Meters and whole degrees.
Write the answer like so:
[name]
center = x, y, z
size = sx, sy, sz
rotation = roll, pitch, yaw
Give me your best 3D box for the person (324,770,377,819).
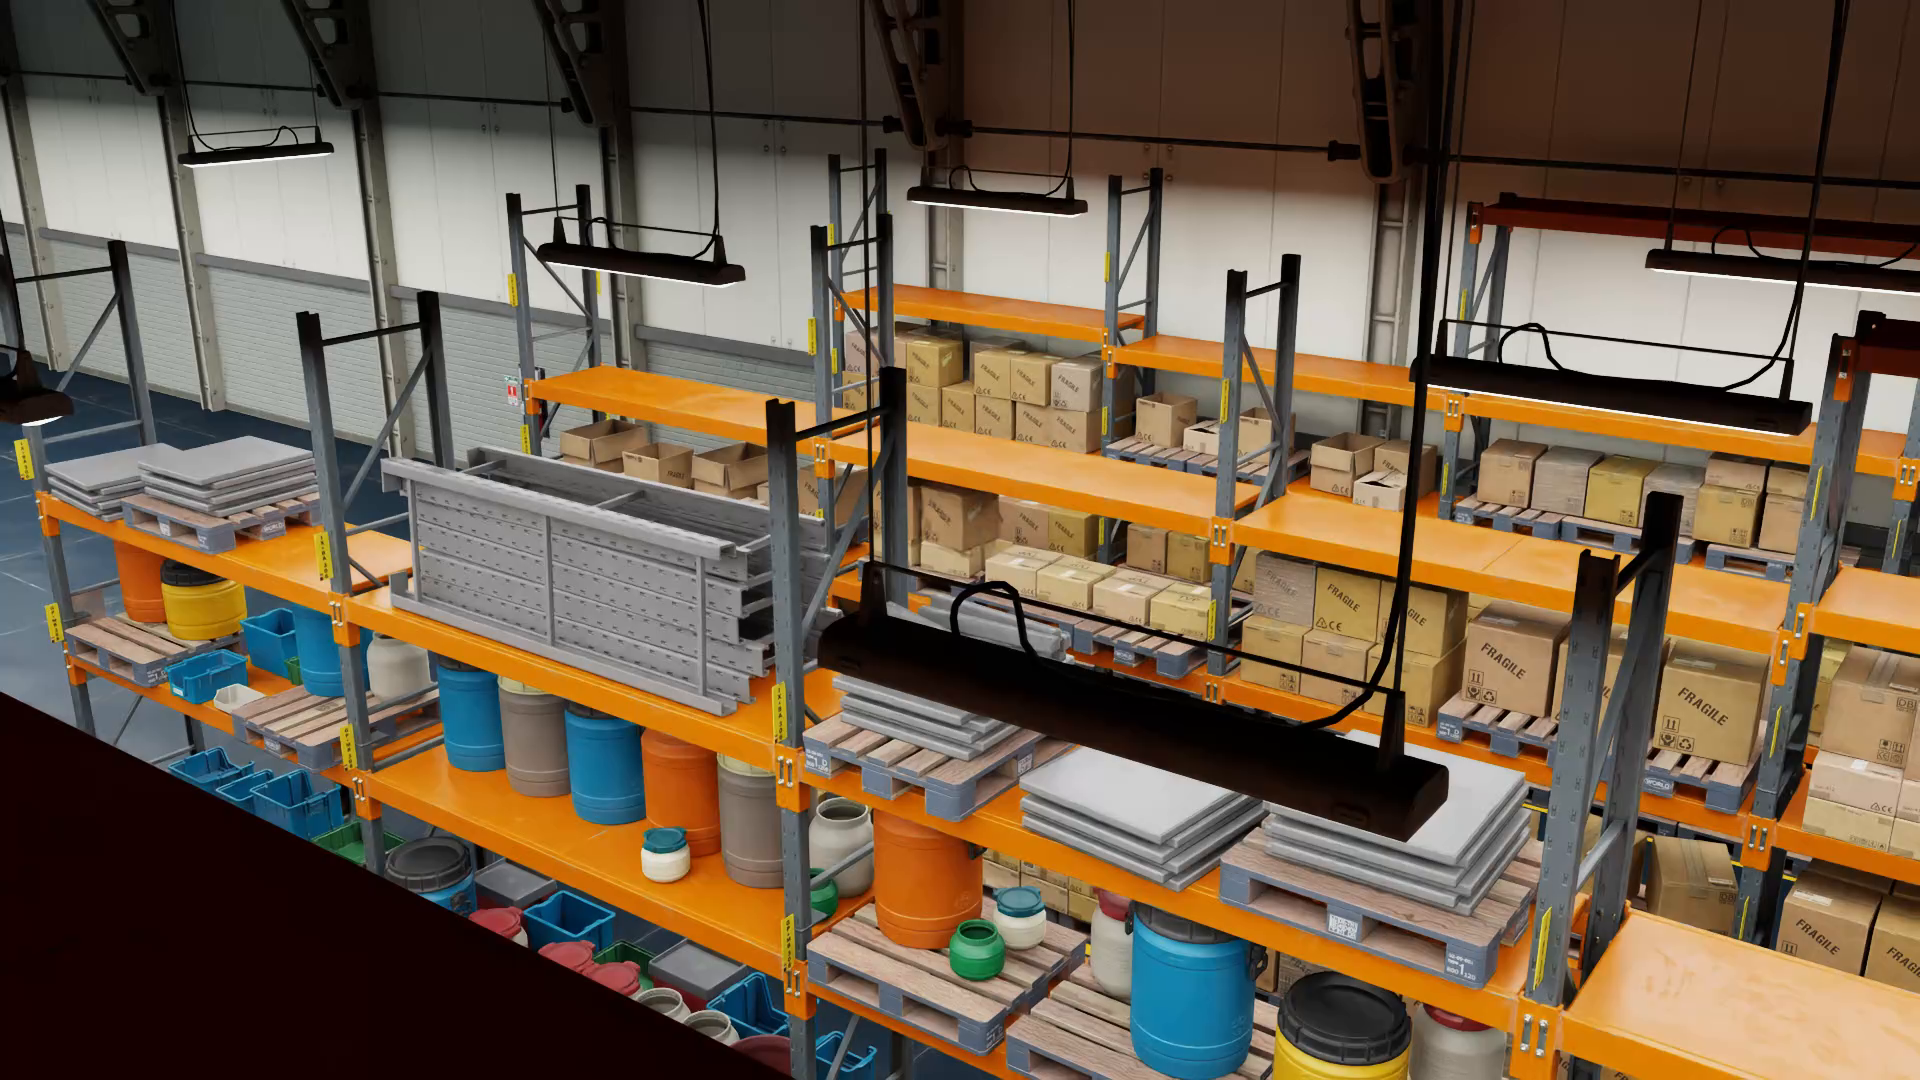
[person]
center = -5.955, 2.035, 16.222
size = 0.611, 1.735, 1.064
rotation = -6, 19, -16
